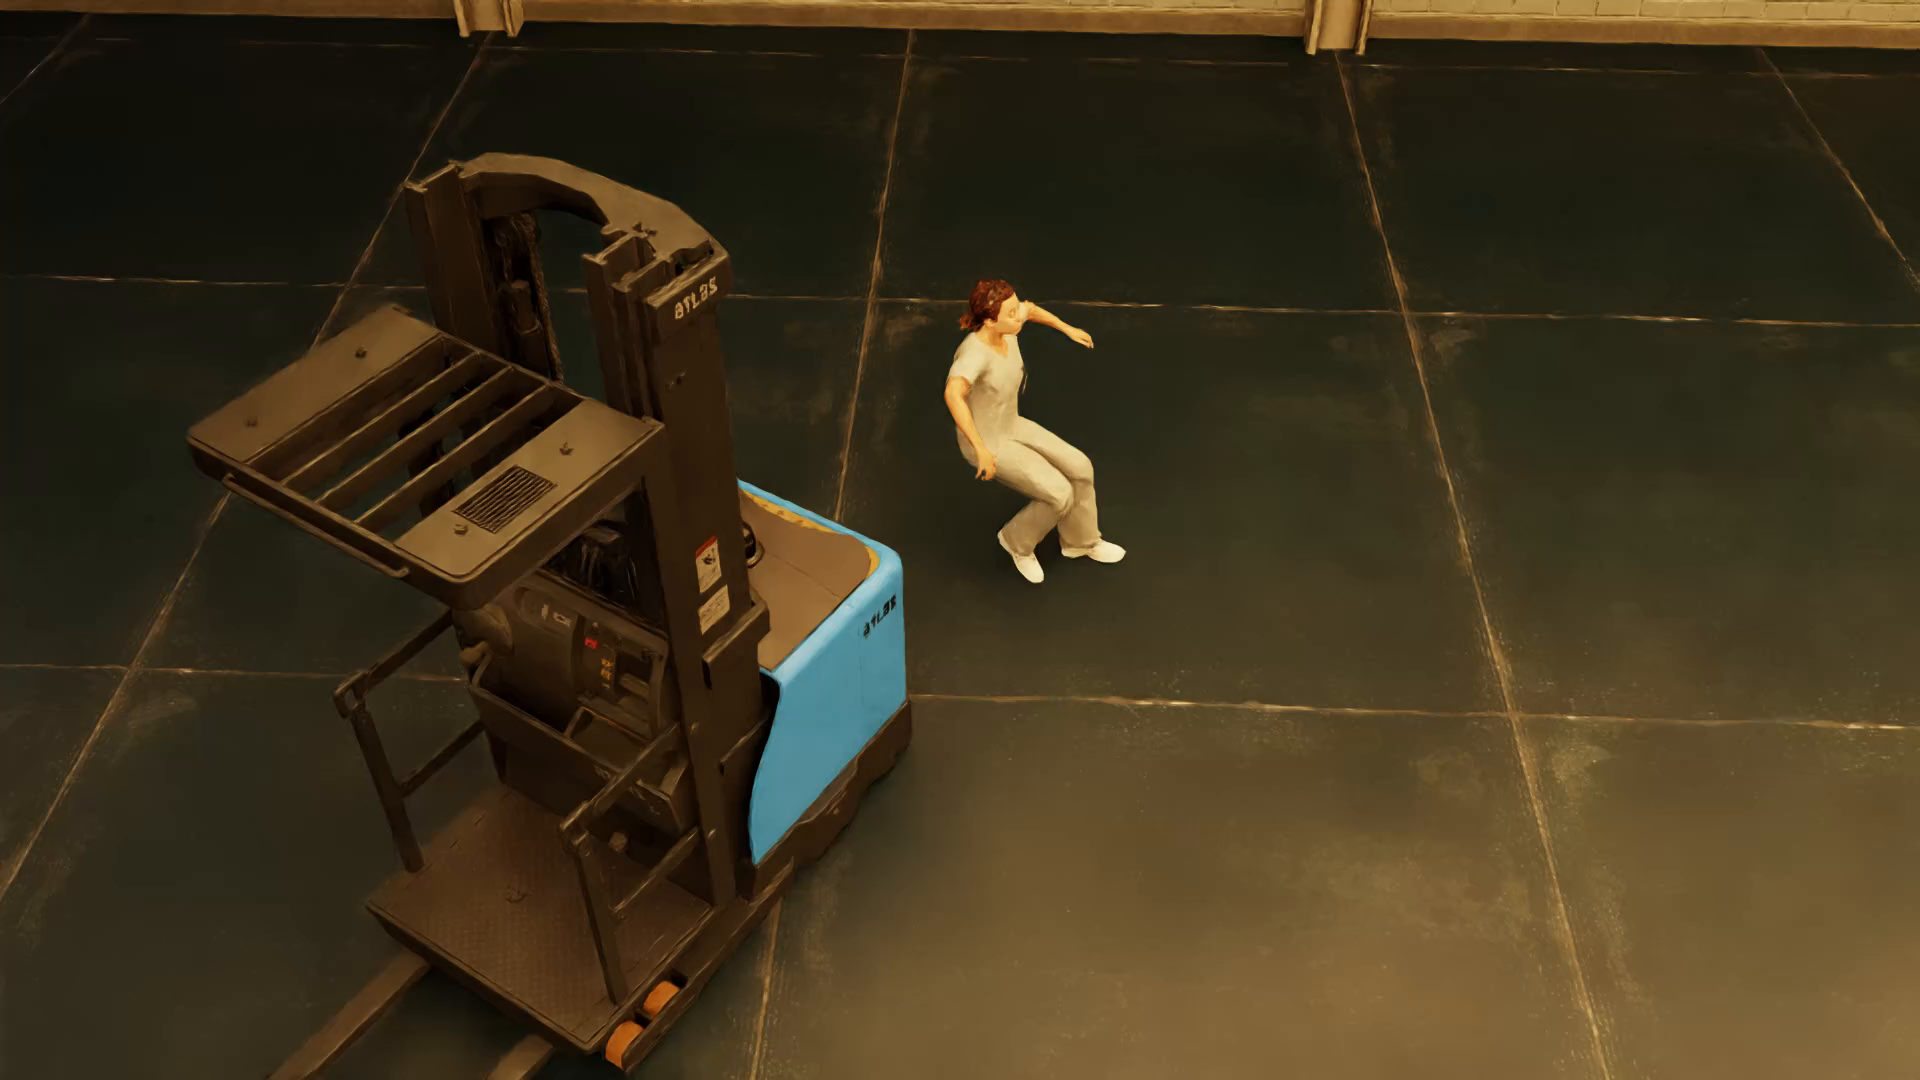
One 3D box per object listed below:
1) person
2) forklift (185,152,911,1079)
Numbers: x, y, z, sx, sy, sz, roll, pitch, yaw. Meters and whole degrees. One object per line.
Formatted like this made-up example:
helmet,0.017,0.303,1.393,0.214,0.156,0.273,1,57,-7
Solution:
person,0.354,-0.463,7.325,0.800,1.481,1.082,14,44,15
forklift,-1.430,0.412,5.291,1.130,2.935,3.031,24,48,24
